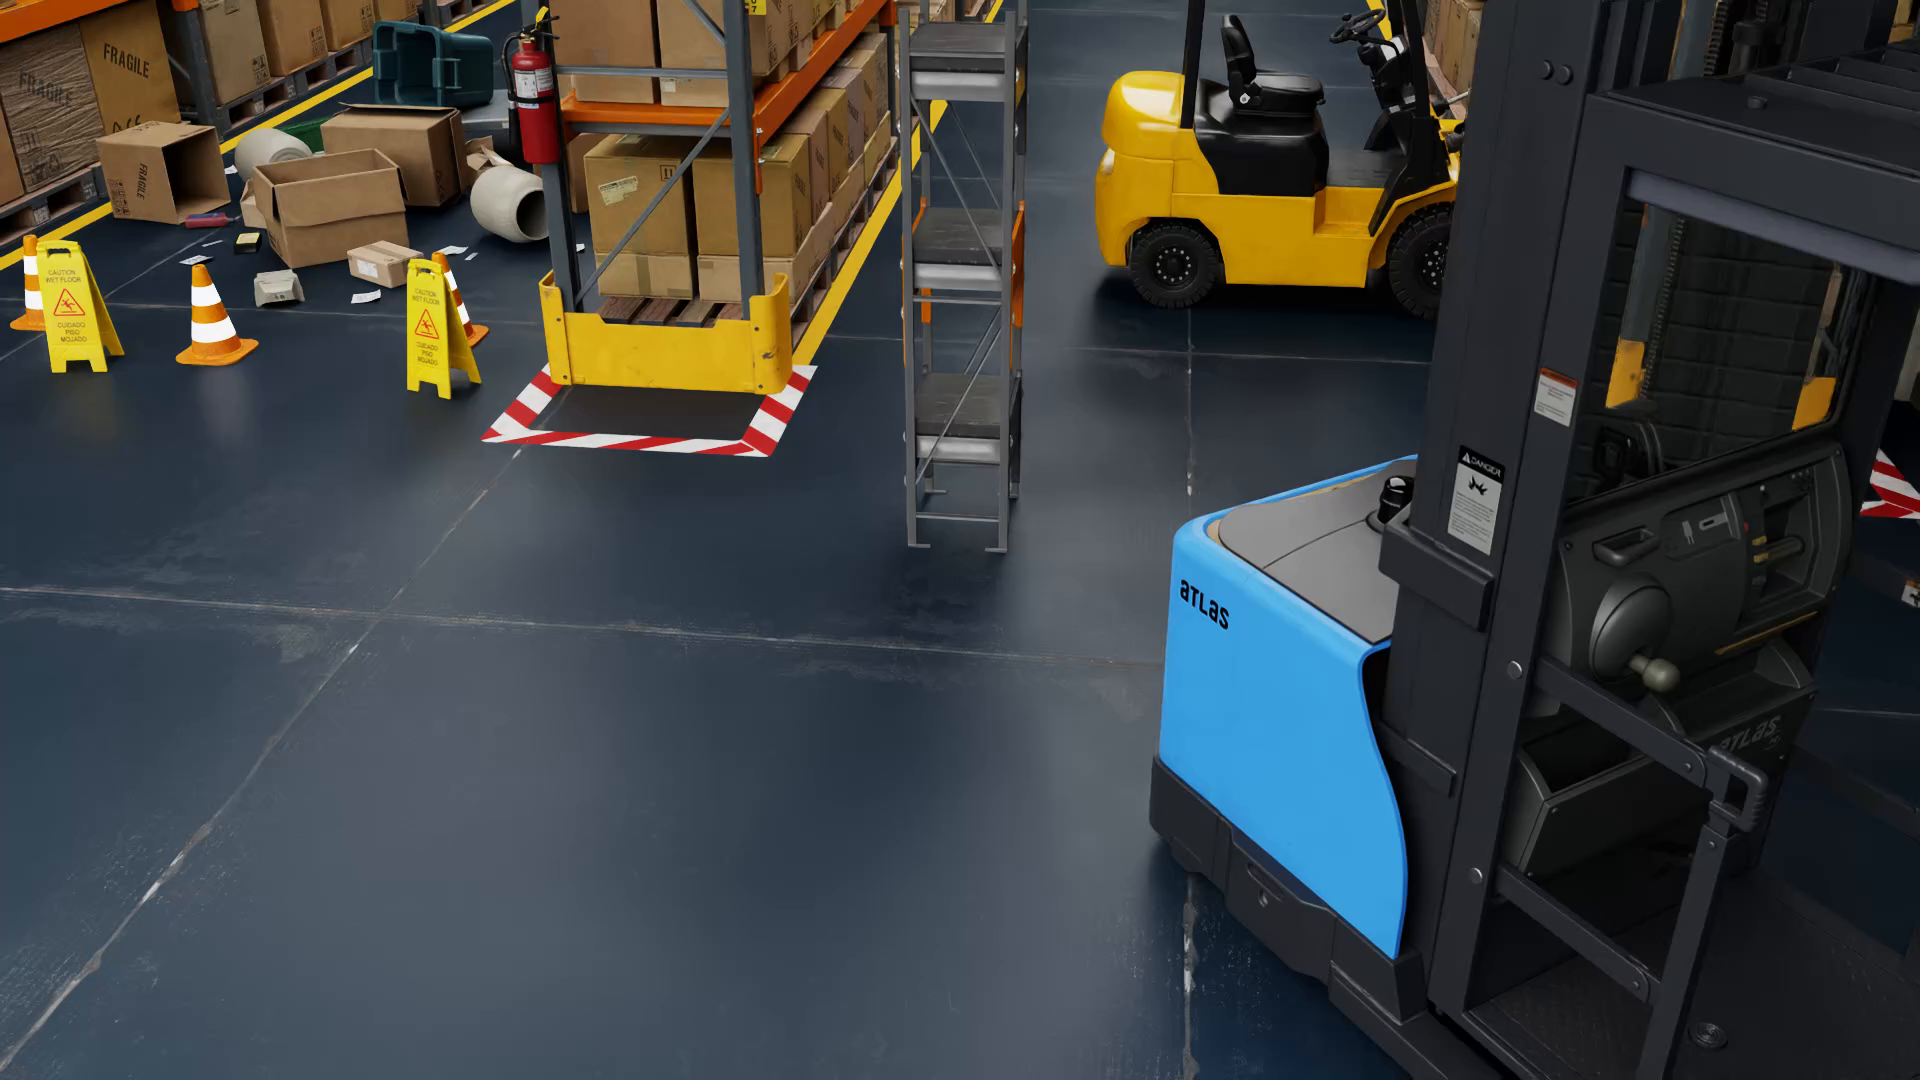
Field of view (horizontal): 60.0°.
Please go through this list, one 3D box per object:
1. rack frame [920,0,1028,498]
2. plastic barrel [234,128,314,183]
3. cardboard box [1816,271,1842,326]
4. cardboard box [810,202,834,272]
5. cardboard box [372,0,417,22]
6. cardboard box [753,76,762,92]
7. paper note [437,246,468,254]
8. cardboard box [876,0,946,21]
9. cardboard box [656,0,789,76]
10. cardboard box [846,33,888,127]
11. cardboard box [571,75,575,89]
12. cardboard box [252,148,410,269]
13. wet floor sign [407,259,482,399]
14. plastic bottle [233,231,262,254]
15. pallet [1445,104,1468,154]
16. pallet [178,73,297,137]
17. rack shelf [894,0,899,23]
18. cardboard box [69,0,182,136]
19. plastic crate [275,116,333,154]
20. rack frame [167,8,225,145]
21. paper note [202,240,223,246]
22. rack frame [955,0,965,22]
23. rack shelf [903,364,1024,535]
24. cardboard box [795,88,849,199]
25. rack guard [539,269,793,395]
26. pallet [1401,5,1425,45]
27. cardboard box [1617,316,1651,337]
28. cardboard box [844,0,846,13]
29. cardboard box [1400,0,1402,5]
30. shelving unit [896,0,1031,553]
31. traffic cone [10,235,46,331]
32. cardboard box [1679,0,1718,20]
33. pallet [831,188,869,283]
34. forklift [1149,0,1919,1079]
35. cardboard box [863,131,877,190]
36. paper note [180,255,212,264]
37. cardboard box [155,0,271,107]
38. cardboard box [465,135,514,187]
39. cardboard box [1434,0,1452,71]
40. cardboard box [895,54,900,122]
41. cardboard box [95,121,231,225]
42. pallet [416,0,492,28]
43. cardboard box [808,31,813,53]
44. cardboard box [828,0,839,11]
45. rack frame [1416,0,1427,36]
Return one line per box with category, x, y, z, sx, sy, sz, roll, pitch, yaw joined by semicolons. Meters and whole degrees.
rack frame;0.050;-1.117;6.610;0.400;2.100;0.015;3;28;6
plastic barrel;-4.489;-2.466;10.881;0.421;0.421;0.512;-24;36;-37
cardboard box;3.753;-1.217;7.776;0.500;0.250;0.500;4;29;7
cardboard box;-0.994;-1.678;9.159;0.500;0.250;0.500;4;29;8
cardboard box;-5.546;-5.019;14.833;1.050;0.750;0.750;3;28;6
cardboard box;-1.174;-2.257;8.042;0.380;0.149;0.250;4;29;7
paper note;-3.044;-1.740;9.960;0.148;0.019;0.142;14;31;24
cardboard box;-0.619;-4.281;13.861;0.950;0.372;0.625;3;28;5
cardboard box;-1.104;-2.482;7.776;0.500;0.500;0.500;3;28;5
cardboard box;-0.754;-2.994;10.810;0.500;0.500;0.500;3;28;5
cardboard box;-1.683;-2.304;8.129;0.380;0.149;0.250;3;28;6
cardboard box;-3.735;-1.975;9.886;0.797;0.503;0.637;-17;33;-29
wet floor sign;-2.523;-1.037;7.994;0.267;0.644;0.232;14;31;24
plastic bottle;-4.290;-1.802;10.031;0.133;0.061;0.283;-6;29;-11
pallet;4.031;-2.818;11.758;1.003;0.211;1.213;3;28;6
pallet;-5.853;-3.363;12.770;1.003;0.211;1.213;3;28;6
rack shelf;-0.702;-4.608;12.899;1.077;0.370;4.000;3;28;6
cardboard box;-6.019;-3.181;11.289;0.875;0.875;0.875;4;29;7
plastic crate;-4.594;-2.853;11.787;0.450;0.188;0.662;9;28;37
rack frame;-5.873;-4.223;11.427;1.000;3.000;0.127;3;28;6
paper note;-4.529;-1.797;10.075;0.032;0.001;0.123;20;34;32
rack frame;-0.457;-5.866;14.476;1.000;3.000;0.127;3;28;6
rack shelf;0.020;-0.374;6.735;0.431;0.518;0.480;3;28;6
cardboard box;-0.933;-2.262;9.451;0.500;0.500;0.500;4;29;7
rack guard;-1.428;-1.036;8.145;1.175;0.500;0.348;3;28;6
pallet;4.598;-4.701;15.254;1.003;0.211;1.213;3;28;6
cardboard box;3.233;-1.028;7.951;0.500;0.250;0.500;4;29;7
cardboard box;-0.867;-3.107;9.619;0.380;0.149;0.250;3;28;5
cardboard box;4.441;-5.357;15.723;0.500;0.500;0.500;5;29;8
shelving unit;0.020;-1.002;6.397;0.431;2.100;0.503;3;28;6
traffic cone;-4.888;-1.391;8.844;0.336;0.463;0.334;3;28;6
cardboard box;3.254;-2.323;7.110;0.380;0.149;0.250;4;29;7
pallet;-1.142;-1.862;9.983;1.003;0.211;1.213;3;28;6
forklift;1.750;0.095;3.483;1.130;2.935;3.031;-16;32;-26
cardboard box;-0.808;-2.413;10.522;0.500;0.250;0.500;3;28;5
paper note;-4.491;-1.653;9.787;0.144;0.017;0.142;14;31;24
cardboard box;-5.886;-3.715;12.413;1.050;0.750;0.750;3;28;6
cardboard box;-3.177;-2.521;11.149;0.258;0.266;0.396;-17;33;-29
cardboard box;4.307;-4.118;13.292;0.875;0.625;0.625;4;29;8
cardboard box;-0.886;-3.258;11.963;0.950;0.372;0.625;4;29;7
cardboard box;-5.044;-2.334;10.552;0.500;0.500;0.500;8;29;15
pallet;-5.285;-5.246;16.266;1.003;0.211;1.213;3;28;6
cardboard box;-0.986;-2.618;8.712;0.380;0.149;0.250;4;29;8
cardboard box;-0.929;-3.206;9.119;0.500;0.500;0.500;3;28;5
rack frame;4.469;-5.579;13.944;1.000;3.000;0.127;3;28;6
